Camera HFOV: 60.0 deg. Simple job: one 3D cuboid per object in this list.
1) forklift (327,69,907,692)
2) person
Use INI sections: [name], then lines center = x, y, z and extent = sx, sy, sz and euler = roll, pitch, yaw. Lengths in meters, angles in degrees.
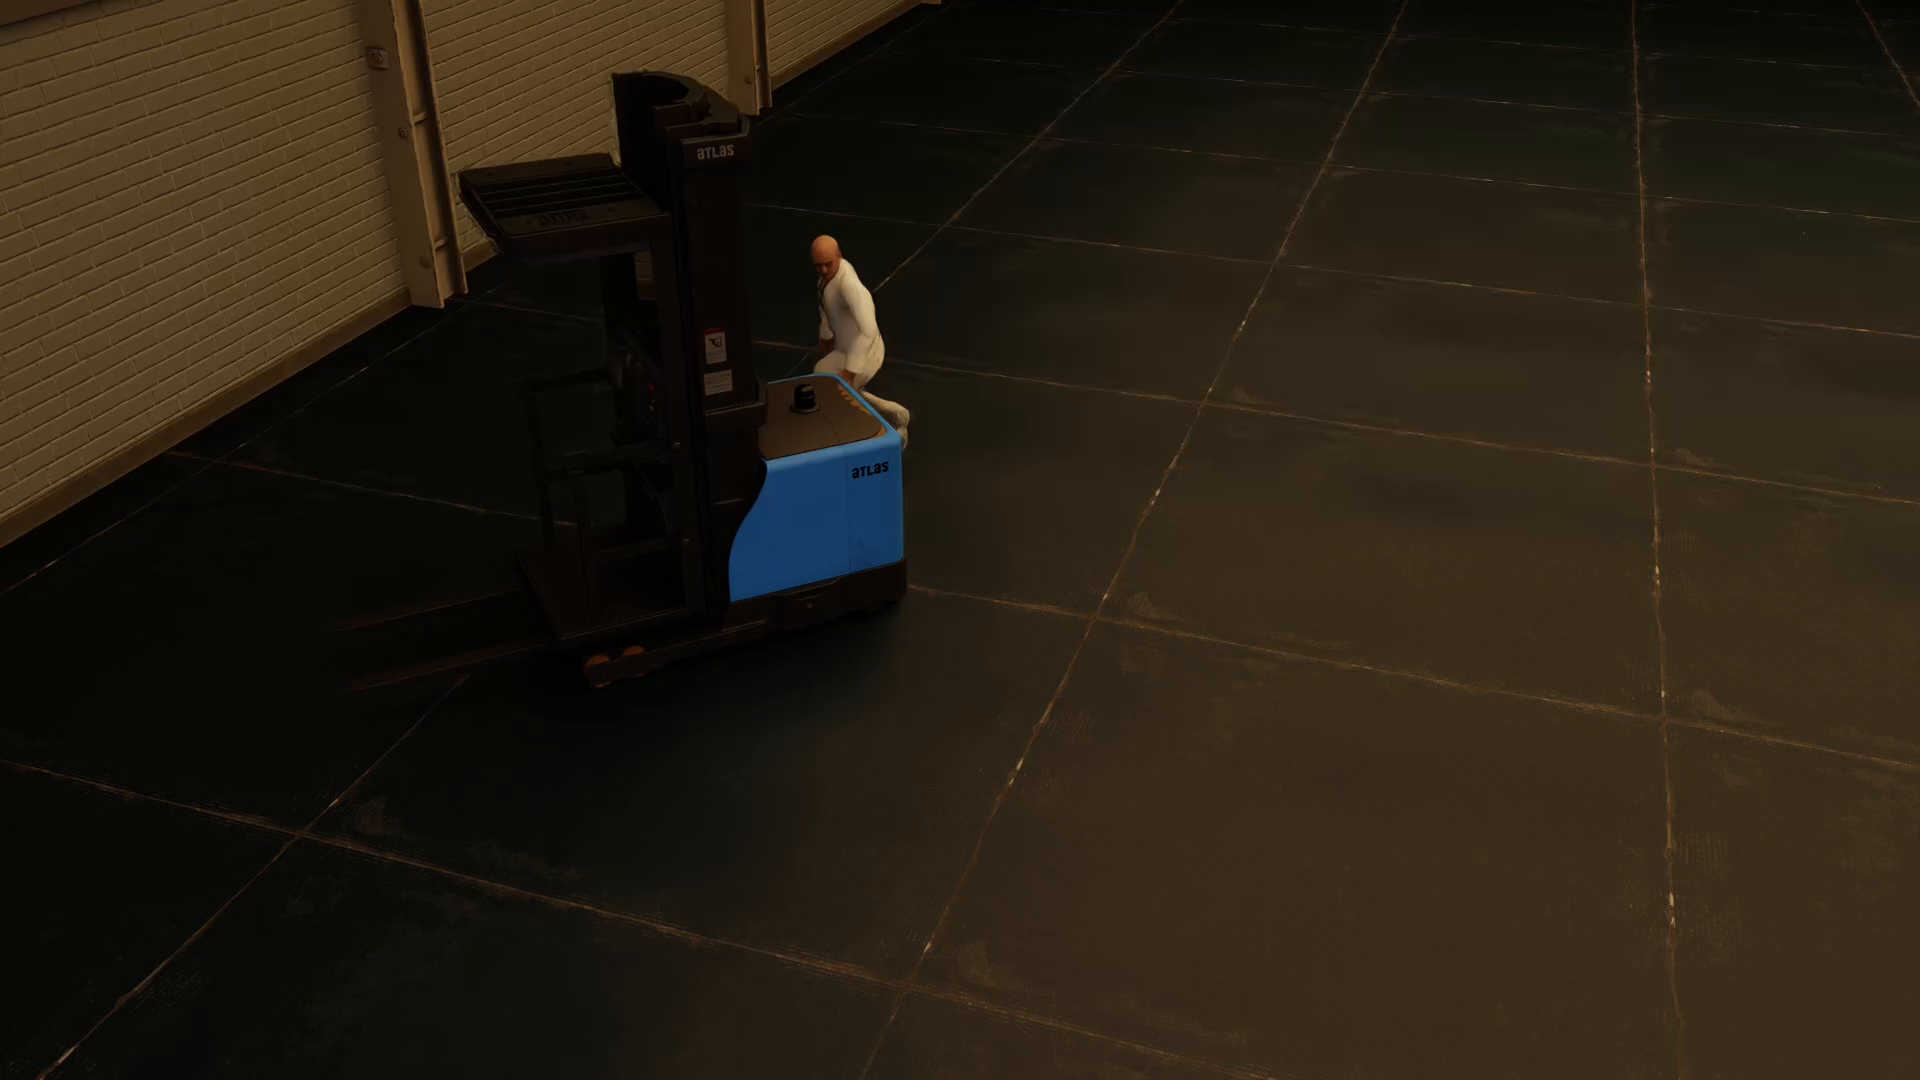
[forklift]
center = -1.856, -0.800, 8.539
extent = 3.031, 2.935, 1.130
euler = -14, 32, -22
[person]
center = -0.666, -1.225, 10.703
extent = 0.669, 1.573, 0.877
euler = 0, 30, -1
